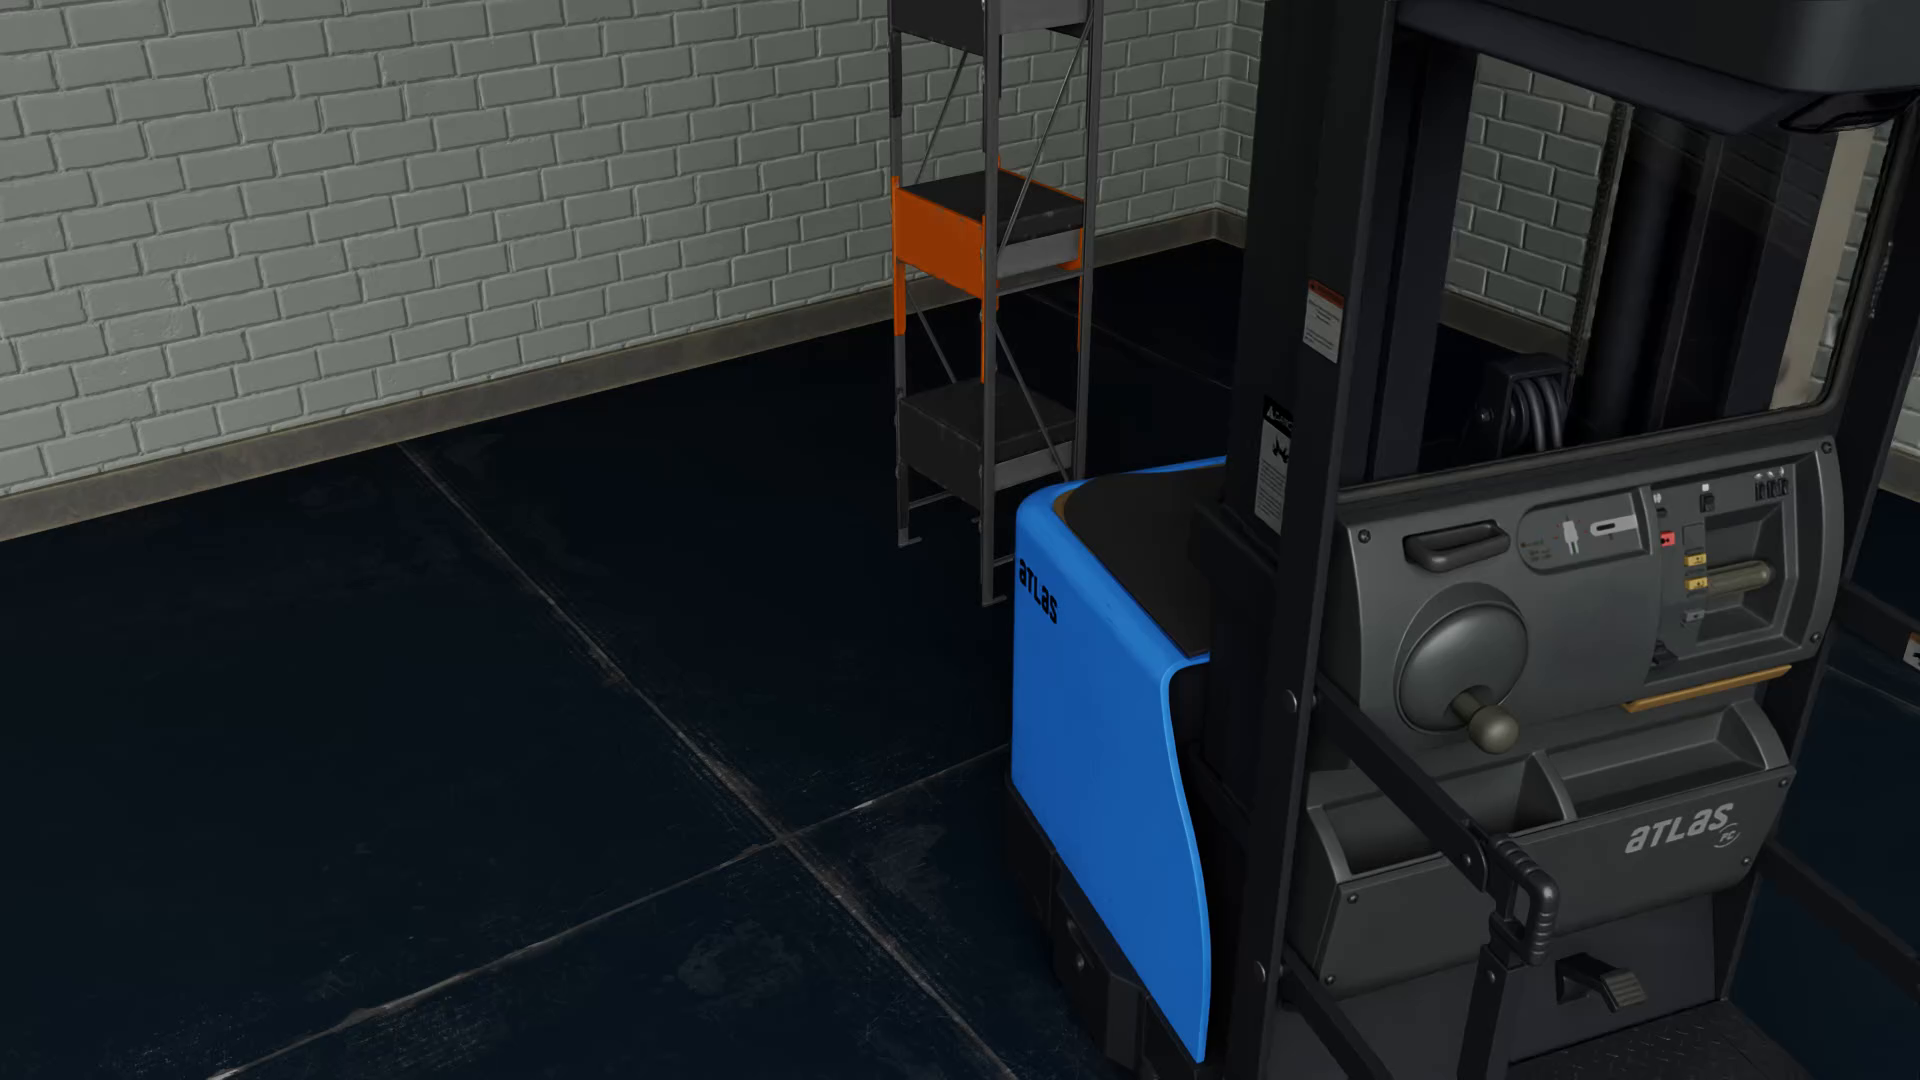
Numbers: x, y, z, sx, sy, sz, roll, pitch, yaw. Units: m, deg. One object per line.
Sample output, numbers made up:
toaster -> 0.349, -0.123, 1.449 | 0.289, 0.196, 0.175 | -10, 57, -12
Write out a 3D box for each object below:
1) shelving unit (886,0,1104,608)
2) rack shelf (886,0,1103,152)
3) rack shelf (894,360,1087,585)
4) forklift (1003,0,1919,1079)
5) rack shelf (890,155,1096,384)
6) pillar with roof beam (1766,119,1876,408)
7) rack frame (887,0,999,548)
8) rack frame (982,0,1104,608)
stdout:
shelving unit -> 0.096, -0.858, 5.130 | 0.431, 2.100, 0.503 | -19, 34, -31
rack shelf -> 0.096, -1.462, 4.803 | 0.431, 0.518, 0.480 | -19, 34, -31
rack shelf -> 0.096, -0.231, 5.471 | 0.431, 0.518, 0.480 | -19, 34, -31
forklift -> 1.096, 0.120, 2.458 | 1.130, 2.935, 3.031 | -10, 30, -18
rack shelf -> 0.096, -0.846, 5.137 | 0.431, 0.518, 0.480 | -19, 34, -31
pillar with roof beam -> -0.559, -3.143, 2.108 | 9.100, 9.000, 0.400 | -19, 34, -31
rack frame -> -0.046, -0.953, 5.305 | 0.400, 2.100, 0.015 | -19, 34, -31
rack frame -> 0.238, -0.763, 4.956 | 0.400, 2.100, 0.015 | -19, 34, -31
